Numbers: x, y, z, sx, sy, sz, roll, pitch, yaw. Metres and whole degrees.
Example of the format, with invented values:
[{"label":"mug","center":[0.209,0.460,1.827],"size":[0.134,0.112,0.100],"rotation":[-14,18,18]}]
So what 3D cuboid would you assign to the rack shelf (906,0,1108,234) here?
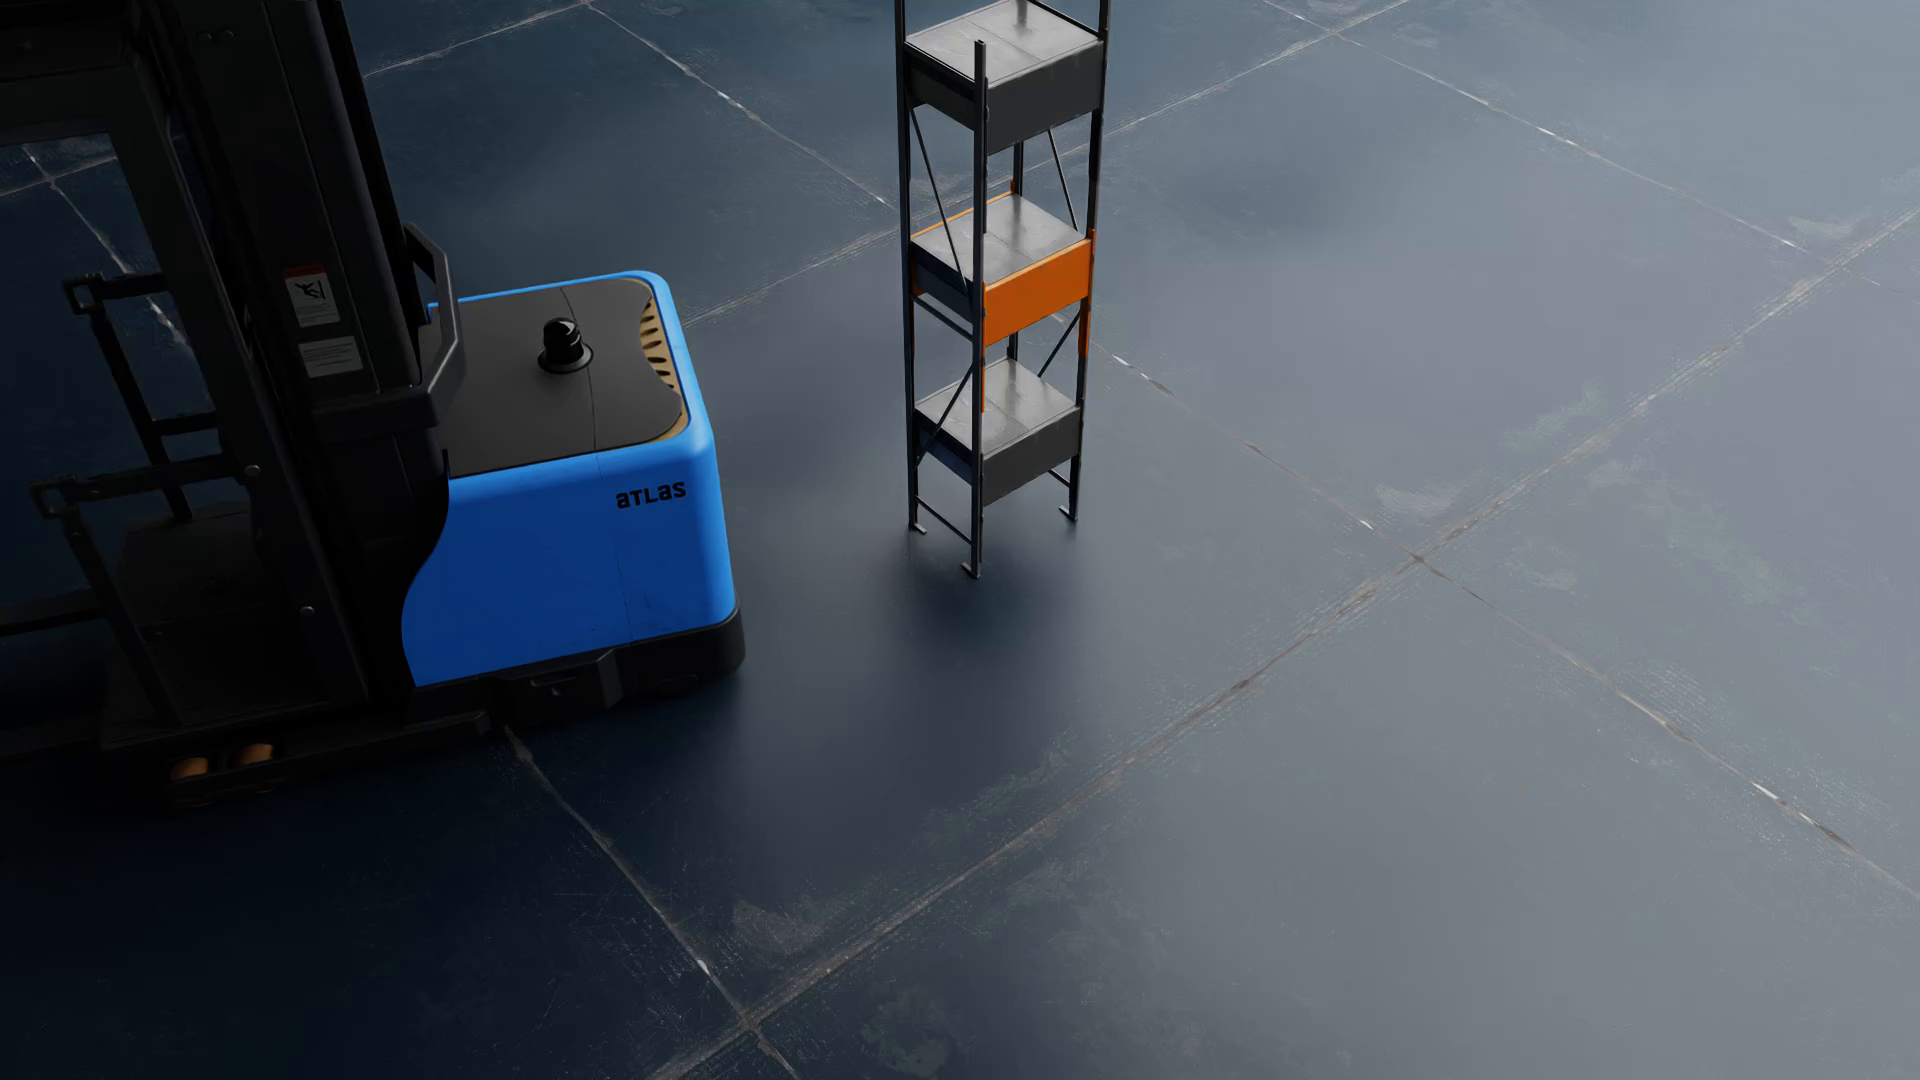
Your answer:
[{"label":"rack shelf","center":[0.127,-1.338,5.139],"size":[0.480,0.518,0.431],"rotation":[-30,51,-28]}]

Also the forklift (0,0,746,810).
[{"label":"forklift","center":[-2.314,-0.618,4.767],"size":[3.031,2.935,1.130],"rotation":[-12,44,-12]}]

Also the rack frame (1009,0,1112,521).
[{"label":"rack frame","center":[0.314,-0.945,5.723],"size":[0.015,2.100,0.400],"rotation":[-30,51,-28]}]

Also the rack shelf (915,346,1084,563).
[{"label":"rack shelf","center":[0.127,-0.318,6.097],"size":[0.480,0.518,0.431],"rotation":[-30,51,-28]}]

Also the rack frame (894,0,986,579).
[{"label":"rack frame","center":[-0.060,-0.731,5.494],"size":[0.015,2.100,0.400],"rotation":[-30,51,-28]}]

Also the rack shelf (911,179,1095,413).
[{"label":"rack shelf","center":[0.127,-0.828,5.618],"size":[0.480,0.518,0.431],"rotation":[-30,51,-28]}]

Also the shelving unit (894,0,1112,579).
[{"label":"shelving unit","center":[0.127,-0.838,5.609],"size":[0.503,2.100,0.431],"rotation":[-30,51,-28]}]
